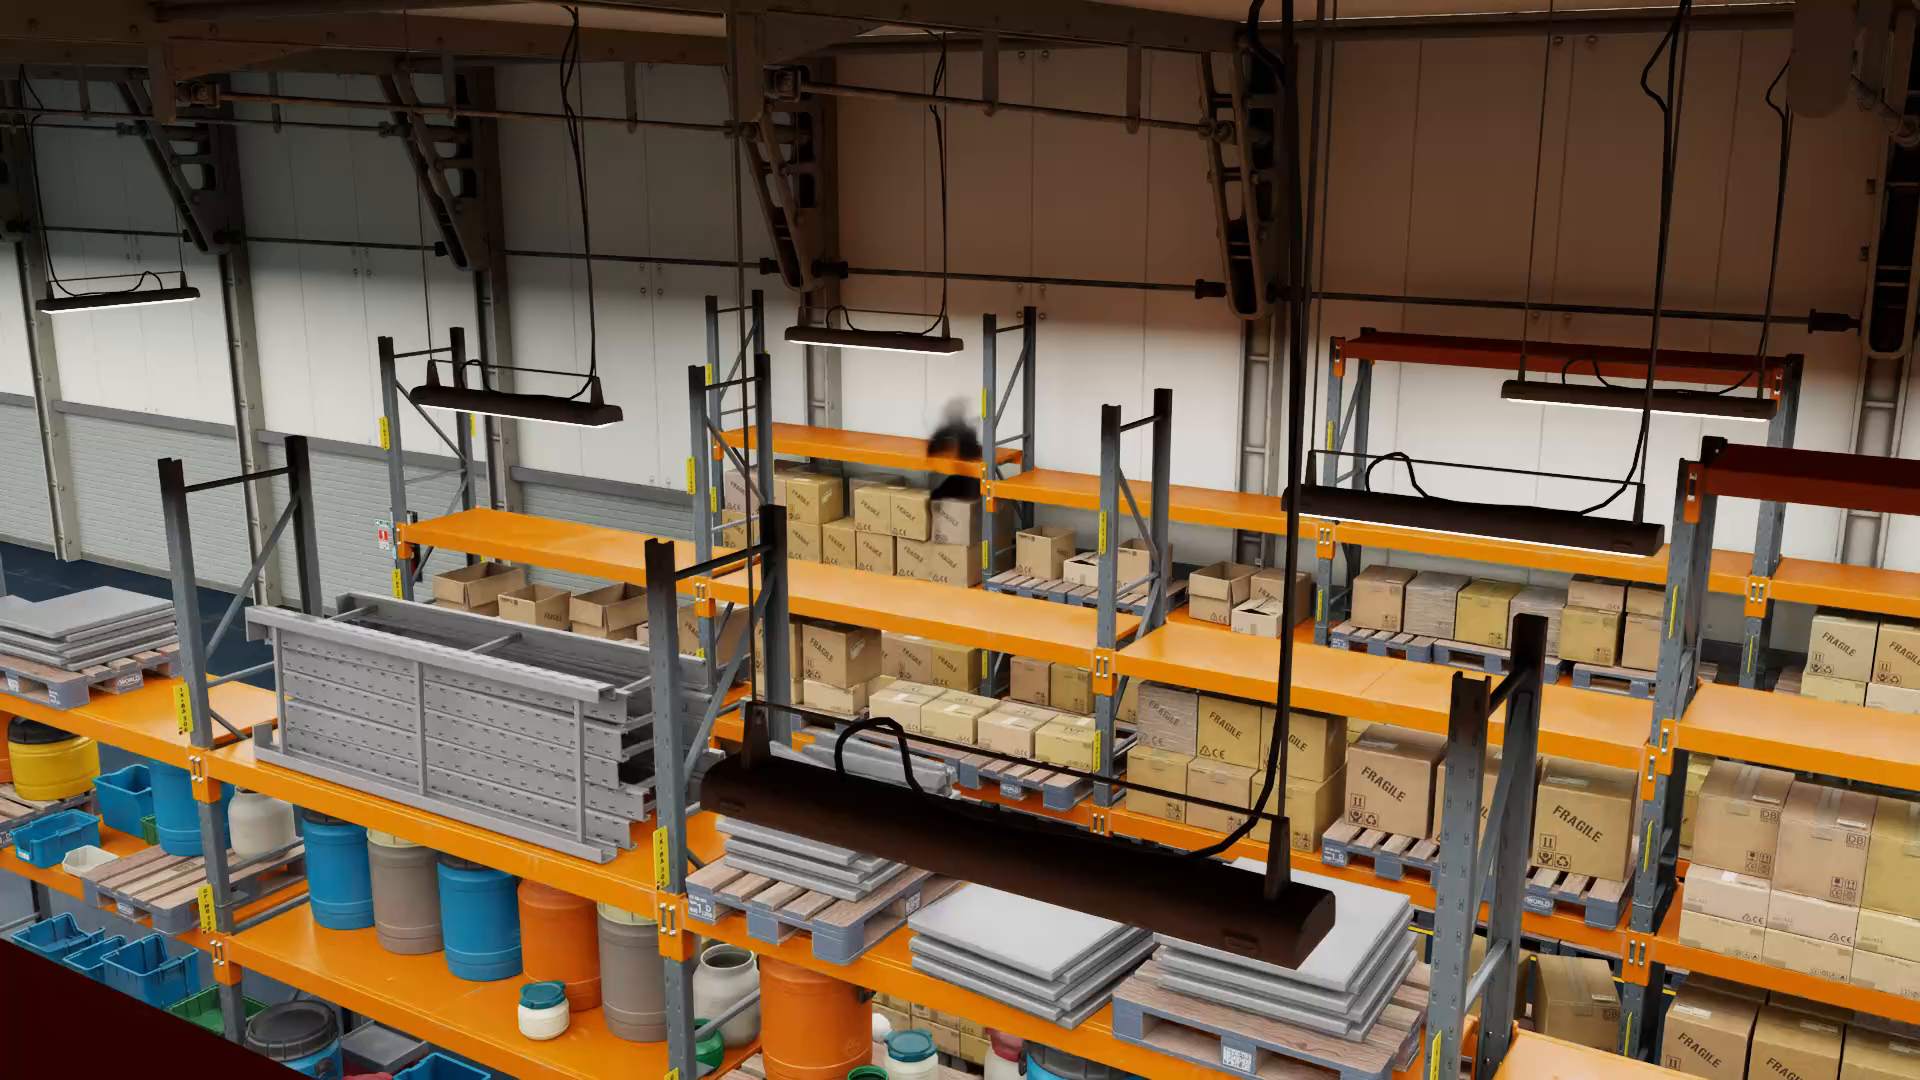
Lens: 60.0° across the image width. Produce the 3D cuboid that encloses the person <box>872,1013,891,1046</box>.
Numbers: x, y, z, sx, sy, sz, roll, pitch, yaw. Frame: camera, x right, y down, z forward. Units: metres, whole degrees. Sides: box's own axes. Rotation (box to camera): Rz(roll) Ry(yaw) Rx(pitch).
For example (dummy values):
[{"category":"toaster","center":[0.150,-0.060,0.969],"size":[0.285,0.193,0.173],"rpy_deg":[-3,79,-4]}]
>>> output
[{"category":"person","center":[-0.598,4.295,12.310],"size":[0.675,1.724,0.676],"rpy_deg":[5,15,19]}]
